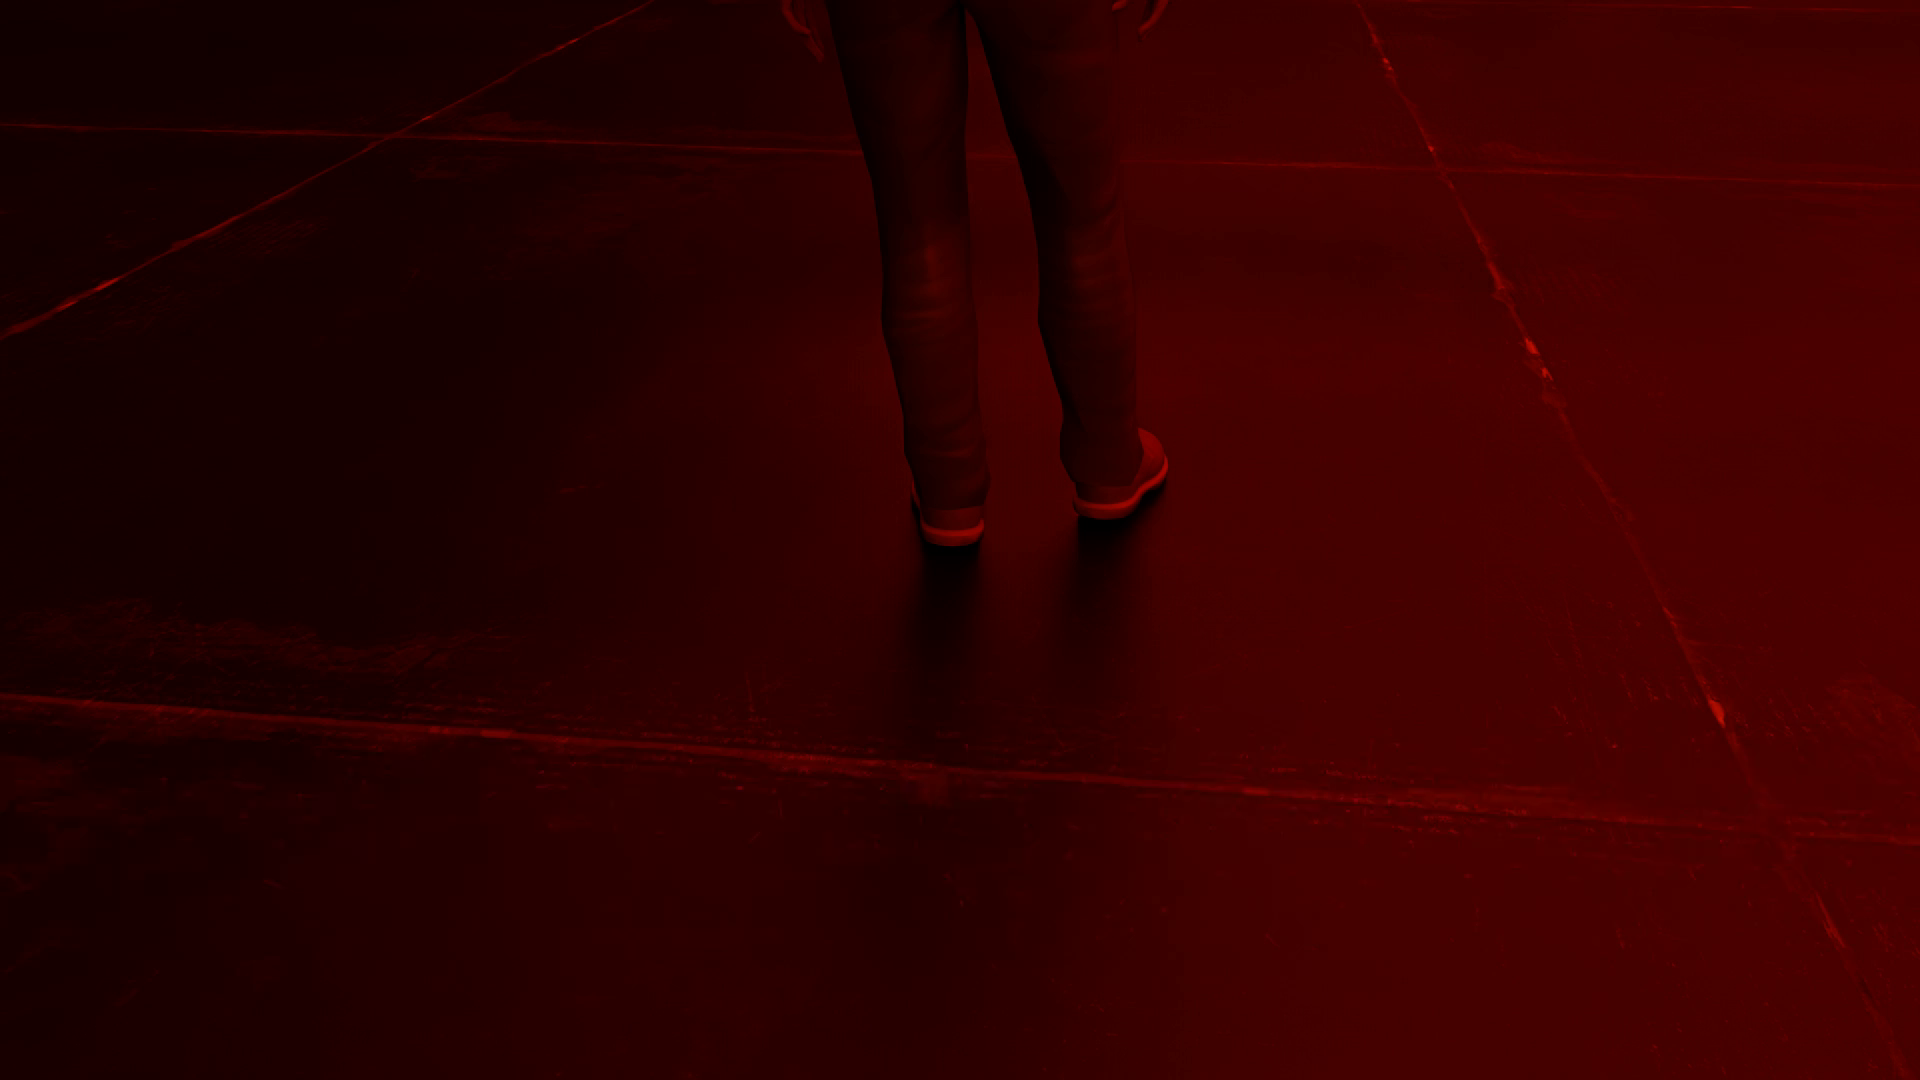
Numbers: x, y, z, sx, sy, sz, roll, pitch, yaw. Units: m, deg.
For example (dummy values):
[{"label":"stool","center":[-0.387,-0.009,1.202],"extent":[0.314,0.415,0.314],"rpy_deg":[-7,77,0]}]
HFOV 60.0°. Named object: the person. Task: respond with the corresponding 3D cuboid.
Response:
[{"label":"person","center":[0.034,-0.785,2.203],"extent":[0.565,1.656,0.503],"rpy_deg":[3,27,7]}]
